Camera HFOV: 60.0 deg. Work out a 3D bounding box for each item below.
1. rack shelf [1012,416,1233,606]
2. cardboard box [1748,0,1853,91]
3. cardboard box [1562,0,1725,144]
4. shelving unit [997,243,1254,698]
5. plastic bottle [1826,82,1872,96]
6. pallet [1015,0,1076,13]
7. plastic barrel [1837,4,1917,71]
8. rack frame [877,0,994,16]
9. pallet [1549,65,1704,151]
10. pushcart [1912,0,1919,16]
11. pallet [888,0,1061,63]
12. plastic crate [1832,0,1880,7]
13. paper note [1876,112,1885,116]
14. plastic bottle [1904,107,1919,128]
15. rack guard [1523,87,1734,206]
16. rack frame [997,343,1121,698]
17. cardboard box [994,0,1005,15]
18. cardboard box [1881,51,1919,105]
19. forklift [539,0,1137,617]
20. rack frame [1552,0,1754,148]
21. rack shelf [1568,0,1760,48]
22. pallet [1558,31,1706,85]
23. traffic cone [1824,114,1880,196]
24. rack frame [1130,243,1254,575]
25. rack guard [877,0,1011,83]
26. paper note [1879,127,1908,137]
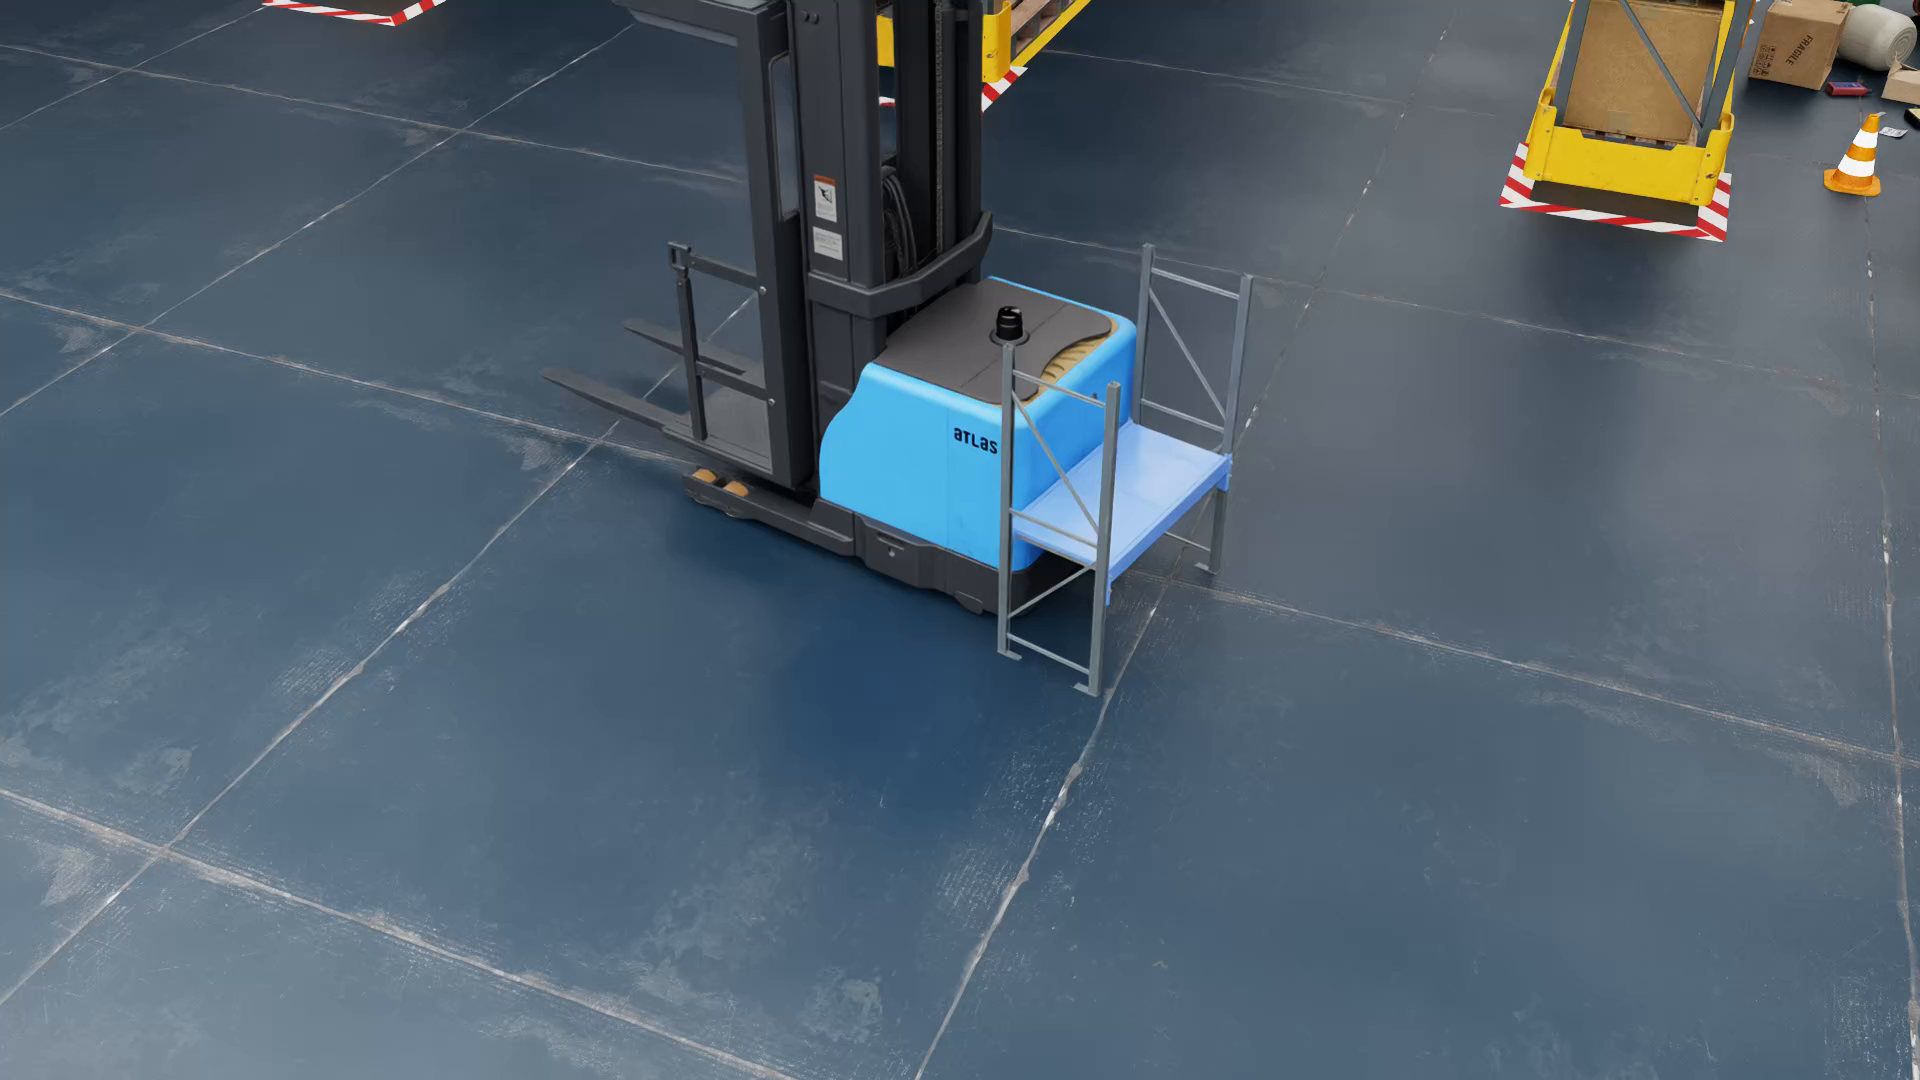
[{"bbox_3d":[0.669,-0.144,6.991,0.538,0.185,1.000,23,43,28],"label":"rack shelf"},{"bbox_3d":[6.190,-3.681,12.255,0.500,0.500,0.500,21,42,25],"label":"cardboard box"},{"bbox_3d":[4.507,-3.268,11.040,0.875,0.875,0.875,14,39,18],"label":"cardboard box"},{"bbox_3d":[0.669,-0.288,6.883,0.538,1.500,1.048,23,43,28],"label":"shelving unit"},{"bbox_3d":[6.463,-3.276,12.082,0.283,0.061,0.133,1,37,2],"label":"plastic bottle"},{"bbox_3d":[0.598,-4.786,13.976,1.003,0.211,1.213,14,39,18],"label":"pallet"},{"bbox_3d":[6.819,-3.765,12.434,0.421,0.421,0.512,-17,40,-22],"label":"plastic barrel"},{"bbox_3d":[-0.239,-4.746,11.594,1.000,3.000,0.127,14,39,18],"label":"rack frame"},{"bbox_3d":[4.542,-2.903,11.458,1.003,0.211,1.213,14,39,18],"label":"pallet"},{"bbox_3d":[8.320,-4.144,12.979,1.648,0.377,0.936,1,37,2],"label":"pushcart"},{"bbox_3d":[0.132,-4.113,13.076,1.003,0.211,1.213,14,39,18],"label":"pallet"},{"bbox_3d":[6.977,-4.277,13.267,0.662,0.188,0.450,-25,33,-29],"label":"plastic crate"},{"bbox_3d":[6.508,-3.013,11.772,0.123,0.001,0.032,-25,43,-29],"label":"paper note"},{"bbox_3d":[6.729,-2.974,11.678,0.133,0.061,0.283,1,37,2],"label":"plastic bottle"},{"bbox_3d":[4.301,-2.545,10.738,1.175,0.500,0.348,14,39,18],"label":"rack guard"},{"bbox_3d":[0.371,-0.042,6.553,0.500,1.500,0.032,23,43,28],"label":"rack frame"},{"bbox_3d":[0.014,-4.255,12.674,0.500,0.500,0.500,21,42,26],"label":"cardboard box"},{"bbox_3d":[6.881,-3.308,11.954,0.396,0.266,0.258,21,42,25],"label":"cardboard box"},{"bbox_3d":[-0.720,-1.522,7.338,3.031,2.935,1.130,22,42,26],"label":"forklift"},{"bbox_3d":[4.310,-3.560,10.007,1.000,3.000,0.127,14,39,18],"label":"rack frame"},{"bbox_3d":[5.071,-4.379,11.704,1.077,0.370,4.000,14,39,18],"label":"rack shelf"},{"bbox_3d":[5.007,-3.577,12.359,1.003,0.211,1.213,14,39,18],"label":"pallet"},{"bbox_3d":[5.825,-2.514,10.727,0.336,0.463,0.334,14,39,18],"label":"traffic cone"},{"bbox_3d":[0.967,-0.535,7.213,0.500,1.500,0.032,23,43,28],"label":"rack frame"},{"bbox_3d":[-0.210,-3.787,12.398,1.175,0.500,0.348,14,39,18],"label":"rack guard"},{"bbox_3d":[6.461,-2.828,11.510,0.144,0.017,0.142,29,45,33],"label":"paper note"}]
